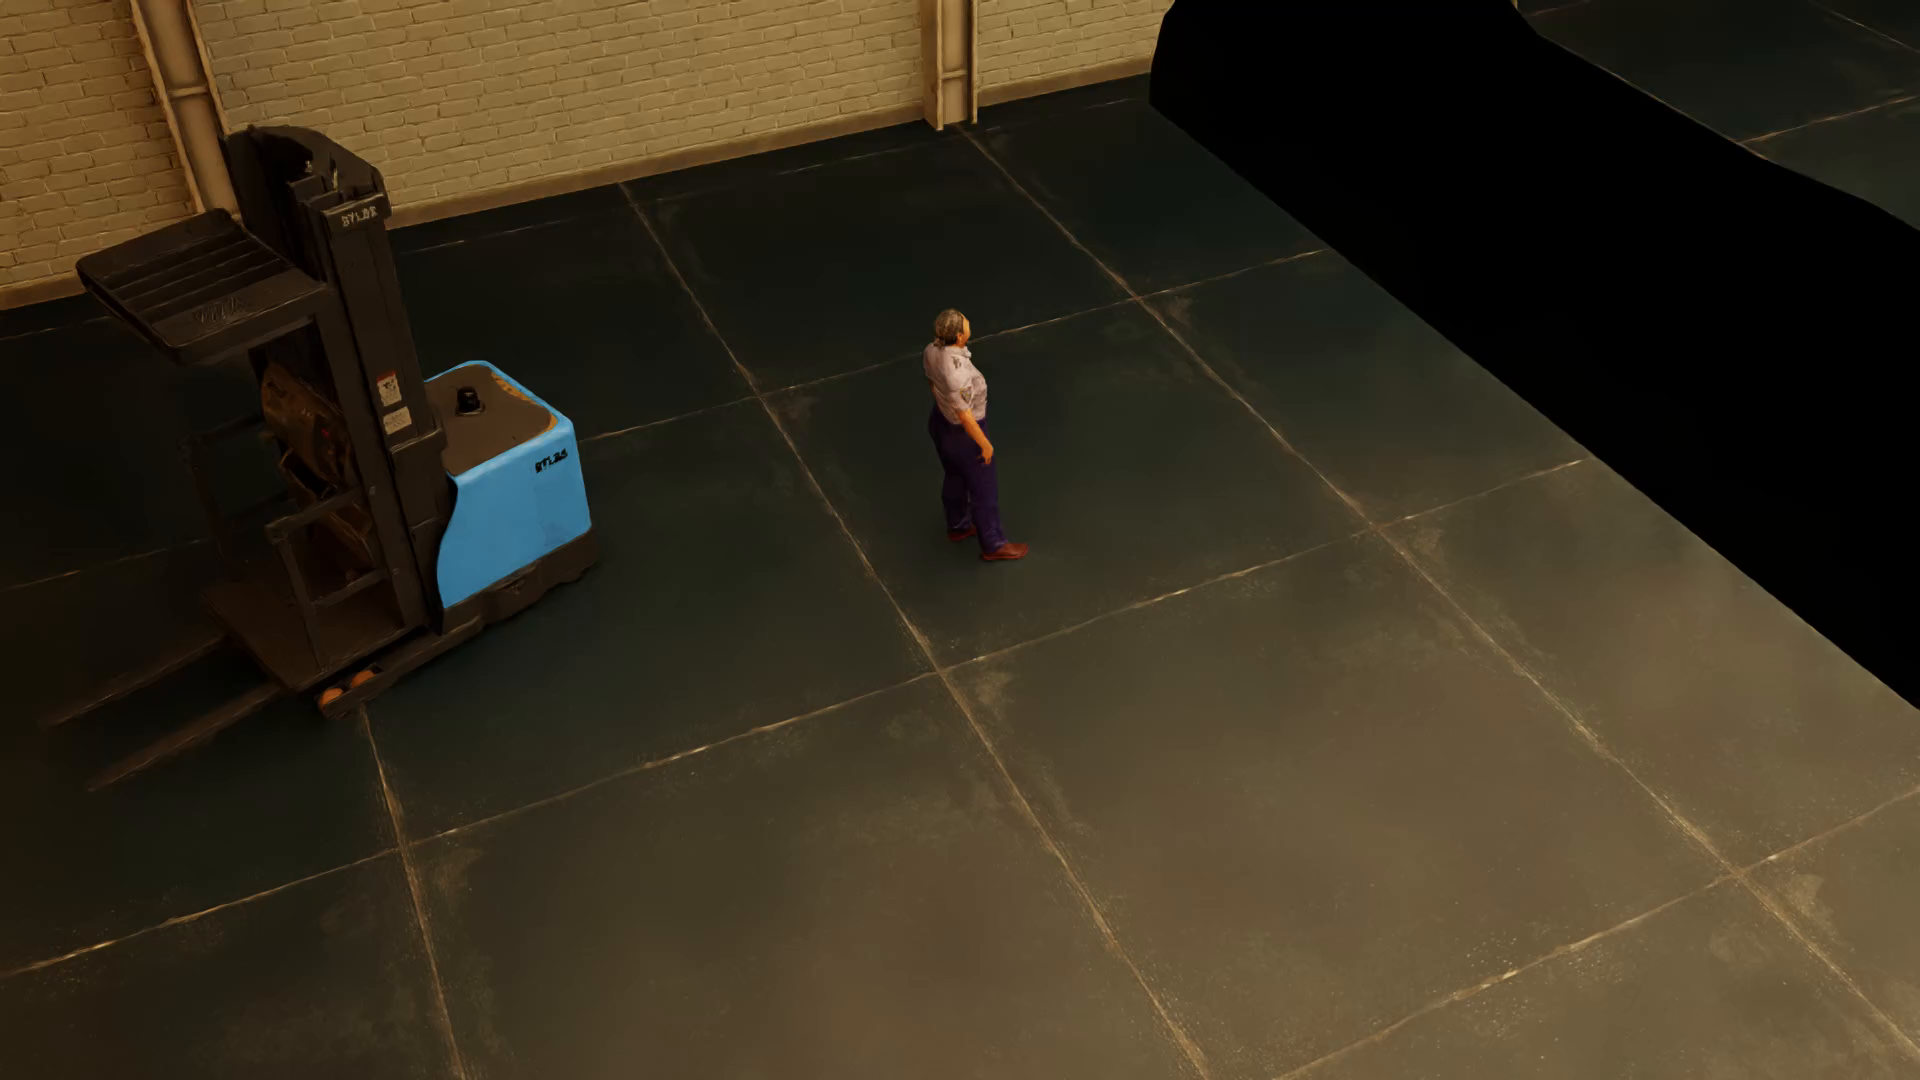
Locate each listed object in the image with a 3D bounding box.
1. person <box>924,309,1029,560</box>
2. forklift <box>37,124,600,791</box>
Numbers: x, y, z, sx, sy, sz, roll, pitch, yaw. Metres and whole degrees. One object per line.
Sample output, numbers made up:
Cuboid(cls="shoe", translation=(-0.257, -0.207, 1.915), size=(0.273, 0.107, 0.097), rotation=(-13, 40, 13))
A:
Cuboid(cls="person", translation=(0.091, -0.649, 9.785), size=(0.502, 1.650, 0.599), rotation=(-17, 43, -19))
Cuboid(cls="forklift", translation=(-3.580, -0.521, 8.640), size=(1.130, 2.935, 3.031), rotation=(33, 50, 33))
